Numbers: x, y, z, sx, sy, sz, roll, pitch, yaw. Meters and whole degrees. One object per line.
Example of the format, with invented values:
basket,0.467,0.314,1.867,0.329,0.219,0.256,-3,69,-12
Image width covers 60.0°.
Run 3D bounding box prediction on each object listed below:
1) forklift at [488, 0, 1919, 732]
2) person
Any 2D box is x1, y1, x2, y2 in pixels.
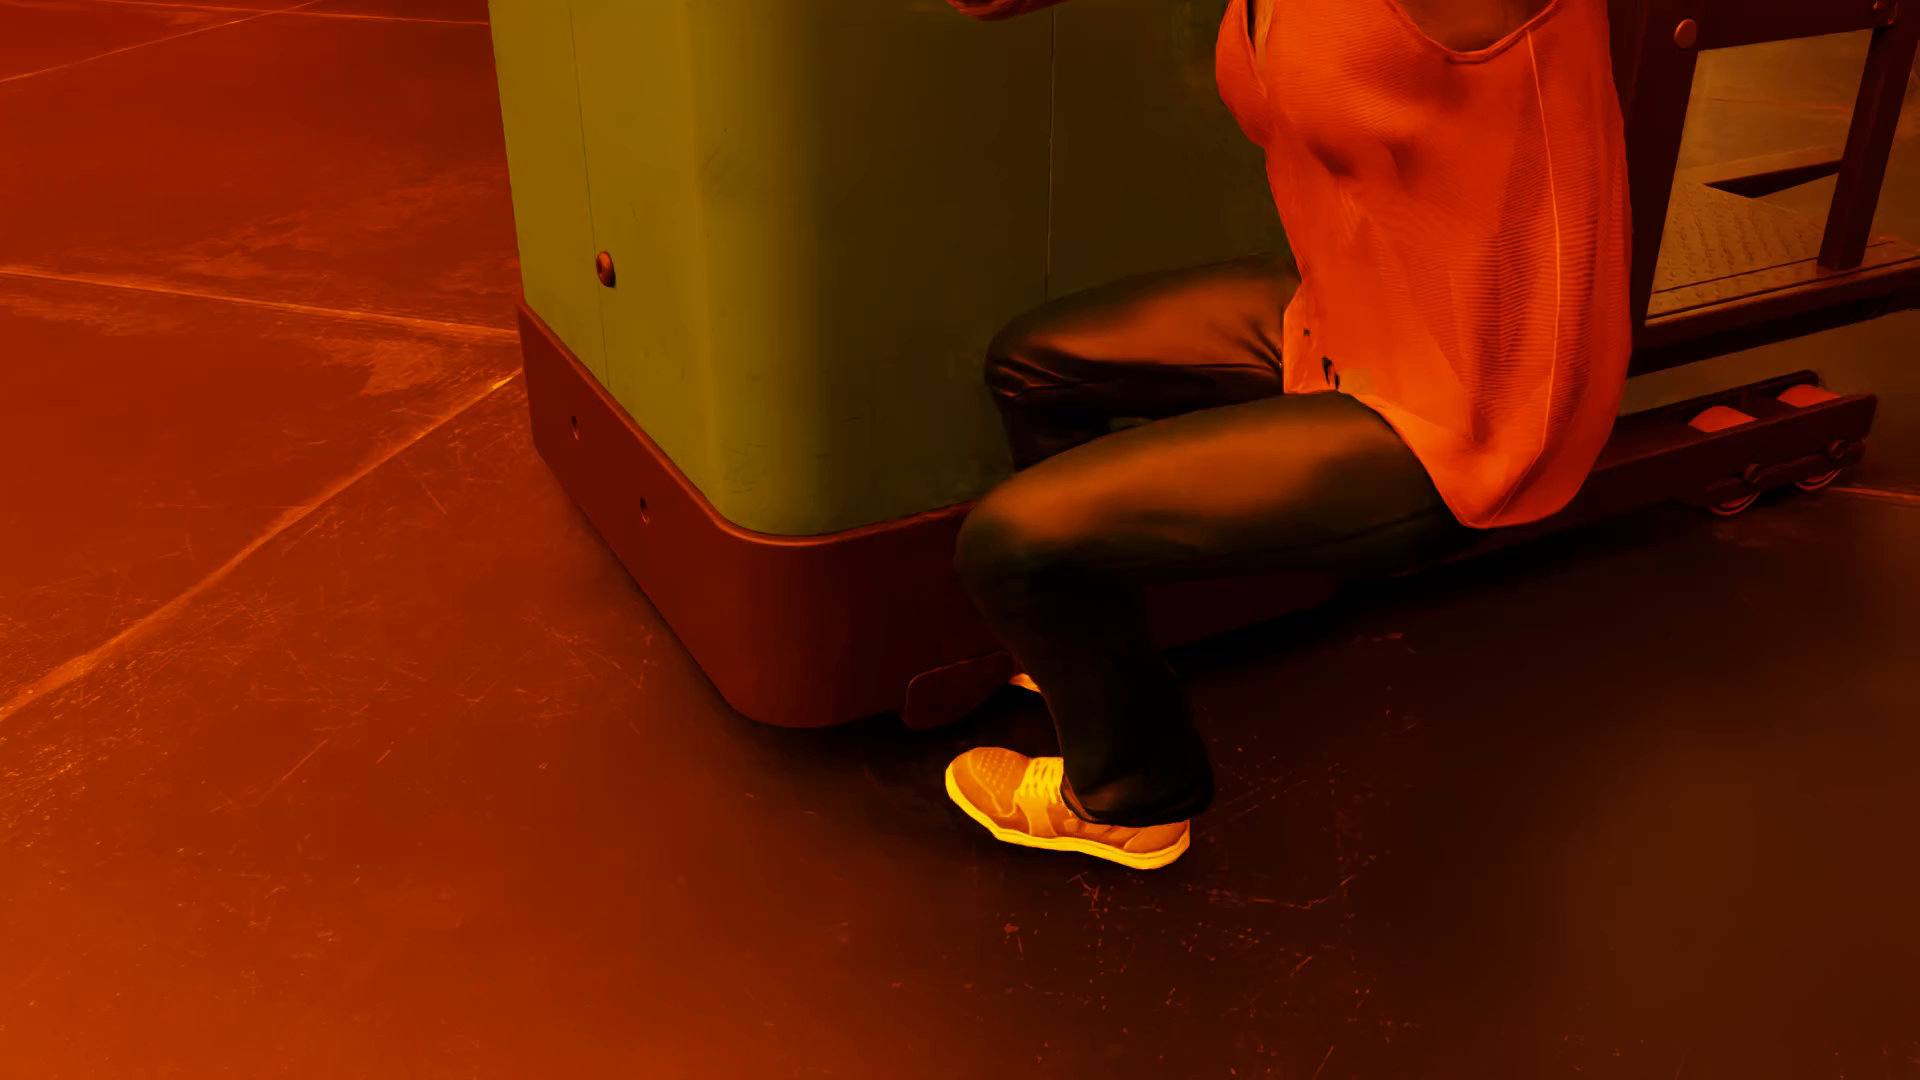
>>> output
forklift,0.866,-1.540,2.294,3.031,2.935,1.130,-14,30,-25
person,0.241,-0.137,1.339,0.657,1.252,1.310,-3,27,-6
